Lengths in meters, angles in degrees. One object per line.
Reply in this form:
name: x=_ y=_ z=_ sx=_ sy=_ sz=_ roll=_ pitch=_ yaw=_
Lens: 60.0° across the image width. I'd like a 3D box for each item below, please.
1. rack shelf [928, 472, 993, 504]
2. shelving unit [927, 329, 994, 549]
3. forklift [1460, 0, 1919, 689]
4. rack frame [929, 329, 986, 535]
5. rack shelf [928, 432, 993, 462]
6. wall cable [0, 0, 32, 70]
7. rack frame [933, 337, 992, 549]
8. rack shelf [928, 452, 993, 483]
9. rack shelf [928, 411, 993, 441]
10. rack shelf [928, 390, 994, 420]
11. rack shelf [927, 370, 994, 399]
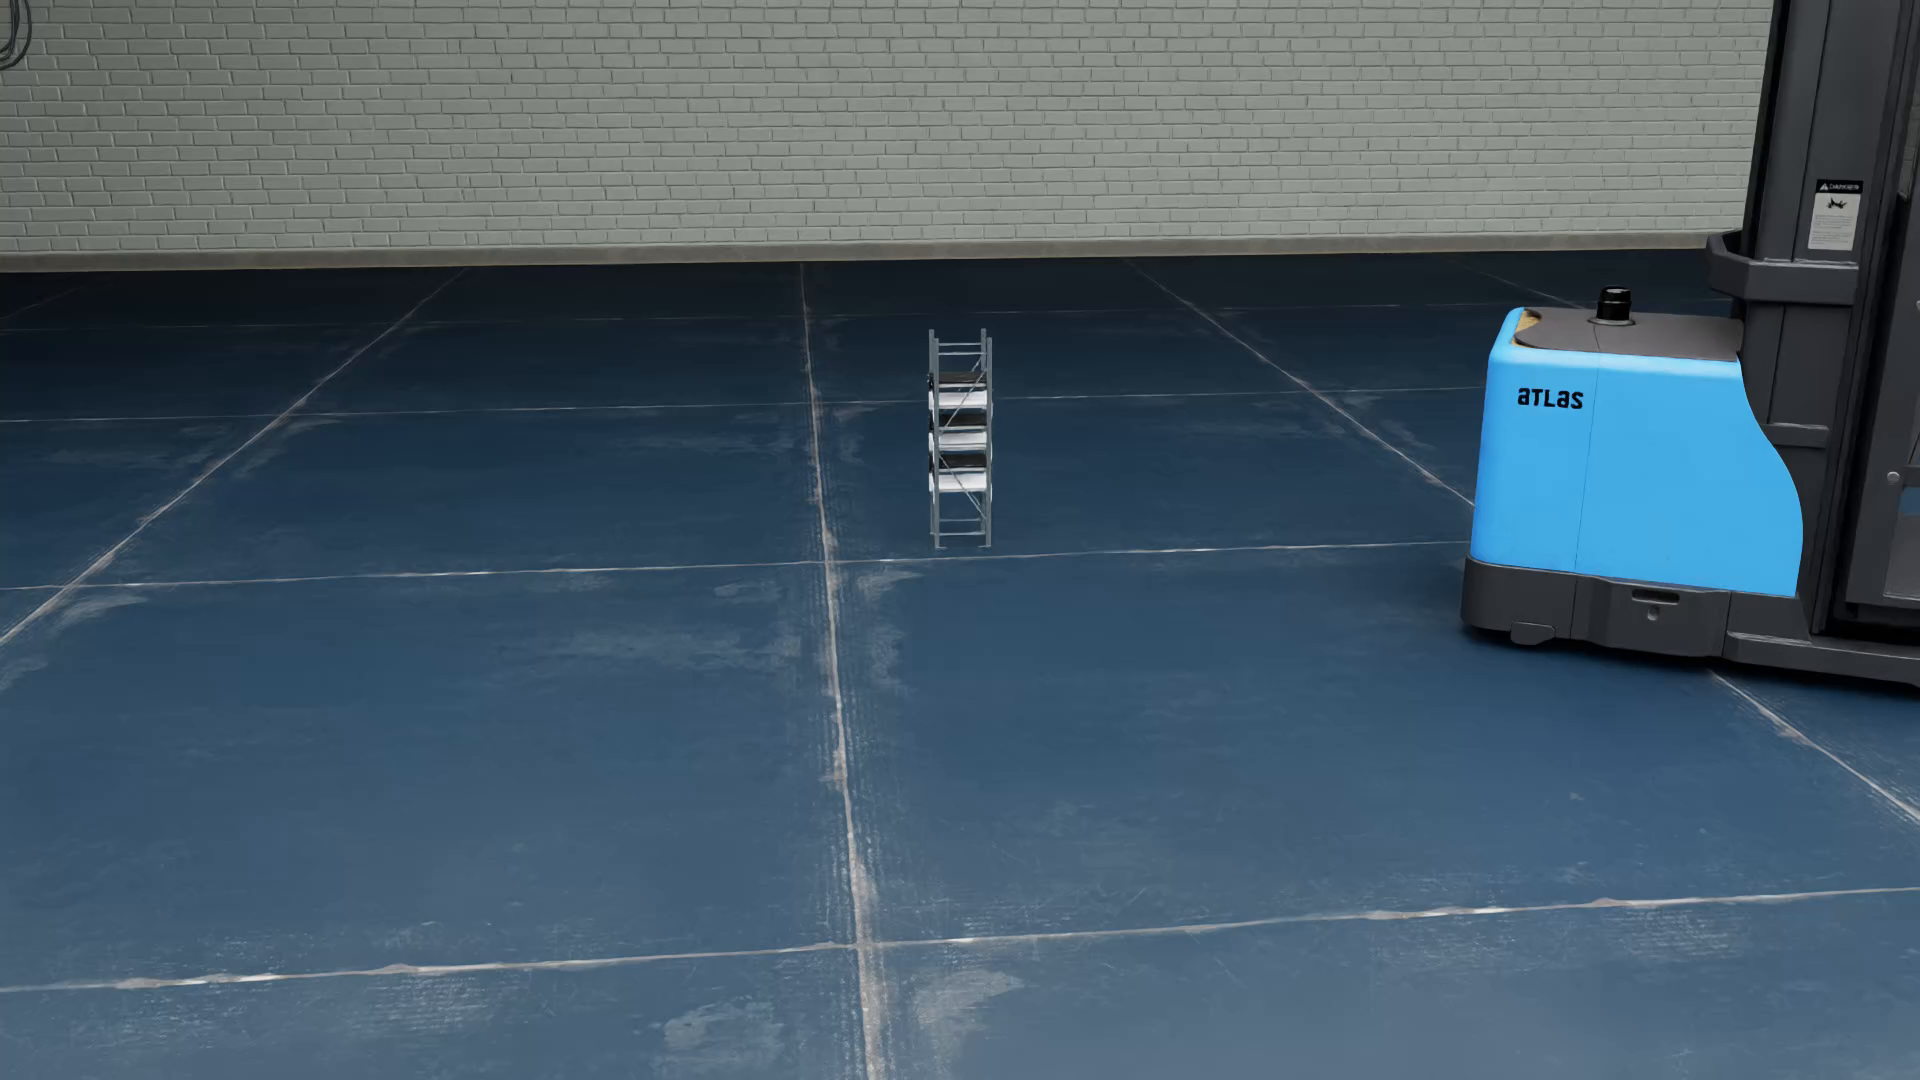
rack shelf: x=0.001 y=-0.223 z=7.098 sx=0.258 sy=0.077 sz=0.200 roll=-2 pitch=18 yaw=-6
shelving unit: x=0.001 y=-0.427 z=7.035 sx=0.258 sy=0.900 sz=0.210 roll=-2 pitch=18 yaw=-6
forklift: x=3.385 y=-1.005 z=5.485 sx=3.031 sy=2.935 sz=1.130 roll=7 pitch=19 yaw=20
rack frame: x=-0.010 y=-0.457 z=7.131 sx=0.240 sy=0.900 sz=0.006 roll=-2 pitch=18 yaw=-6
rack shelf: x=0.001 y=-0.395 z=7.045 sx=0.258 sy=0.077 sz=0.200 roll=-2 pitch=18 yaw=-6
wall cable: x=-9.425 y=-5.139 z=13.706 sx=3.097 sy=2.526 sz=0.112 roll=-2 pitch=18 yaw=-6
rack frame: x=0.011 y=-0.397 z=6.938 sx=0.240 sy=0.900 sz=0.006 roll=-2 pitch=18 yaw=-6
rack shelf: x=0.001 y=-0.309 z=7.072 sx=0.258 sy=0.077 sz=0.200 roll=-2 pitch=18 yaw=-6
rack shelf: x=0.001 y=-0.481 z=7.018 sx=0.258 sy=0.077 sz=0.200 roll=-2 pitch=18 yaw=-6
rack shelf: x=0.001 y=-0.567 z=6.991 sx=0.258 sy=0.077 sz=0.200 roll=-2 pitch=18 yaw=-6
rack shelf: x=0.001 y=-0.653 z=6.964 sx=0.258 sy=0.077 sz=0.200 roll=-2 pitch=18 yaw=-6
